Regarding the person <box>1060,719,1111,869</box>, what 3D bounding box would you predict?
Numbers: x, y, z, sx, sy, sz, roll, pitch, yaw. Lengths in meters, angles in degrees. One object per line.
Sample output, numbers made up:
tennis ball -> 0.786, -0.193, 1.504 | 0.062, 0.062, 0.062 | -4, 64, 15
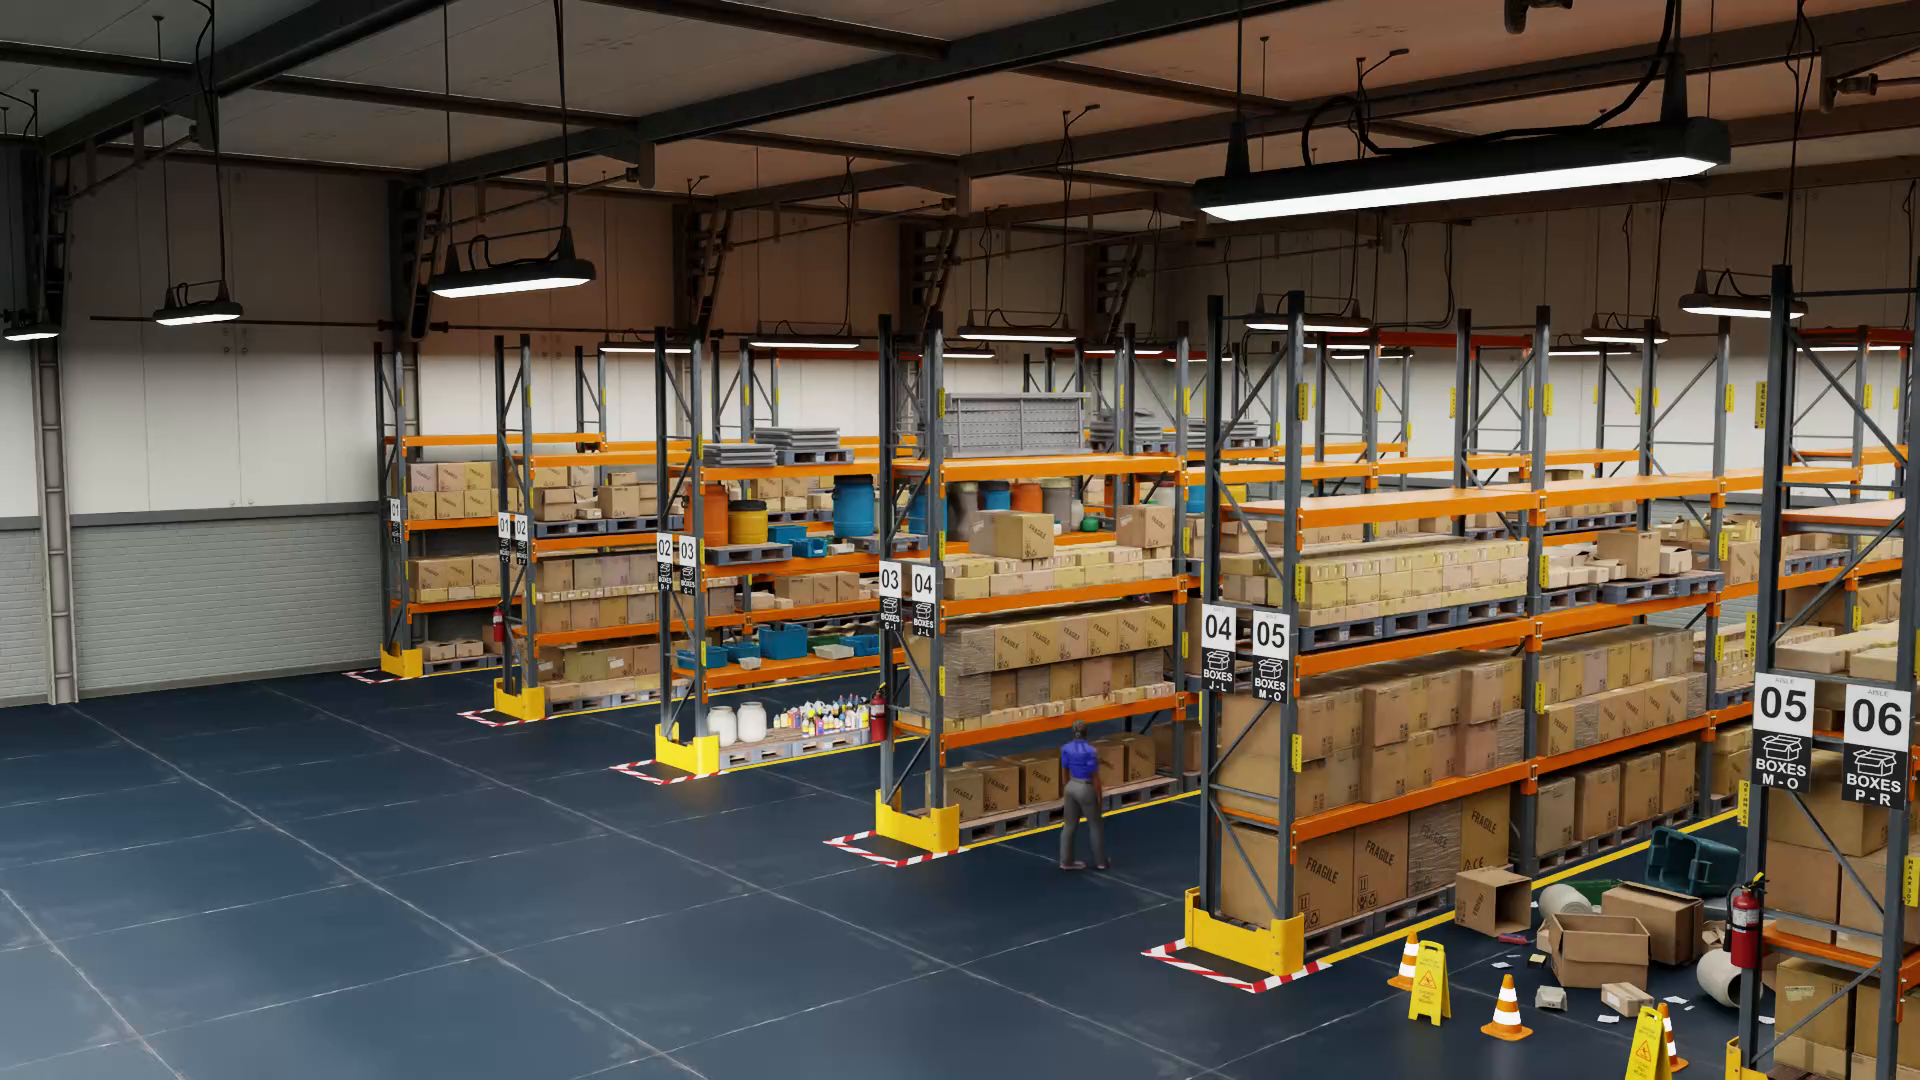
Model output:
person -> 1.391, 2.722, 17.884 | 0.555, 1.652, 0.431 | -4, 7, -39
